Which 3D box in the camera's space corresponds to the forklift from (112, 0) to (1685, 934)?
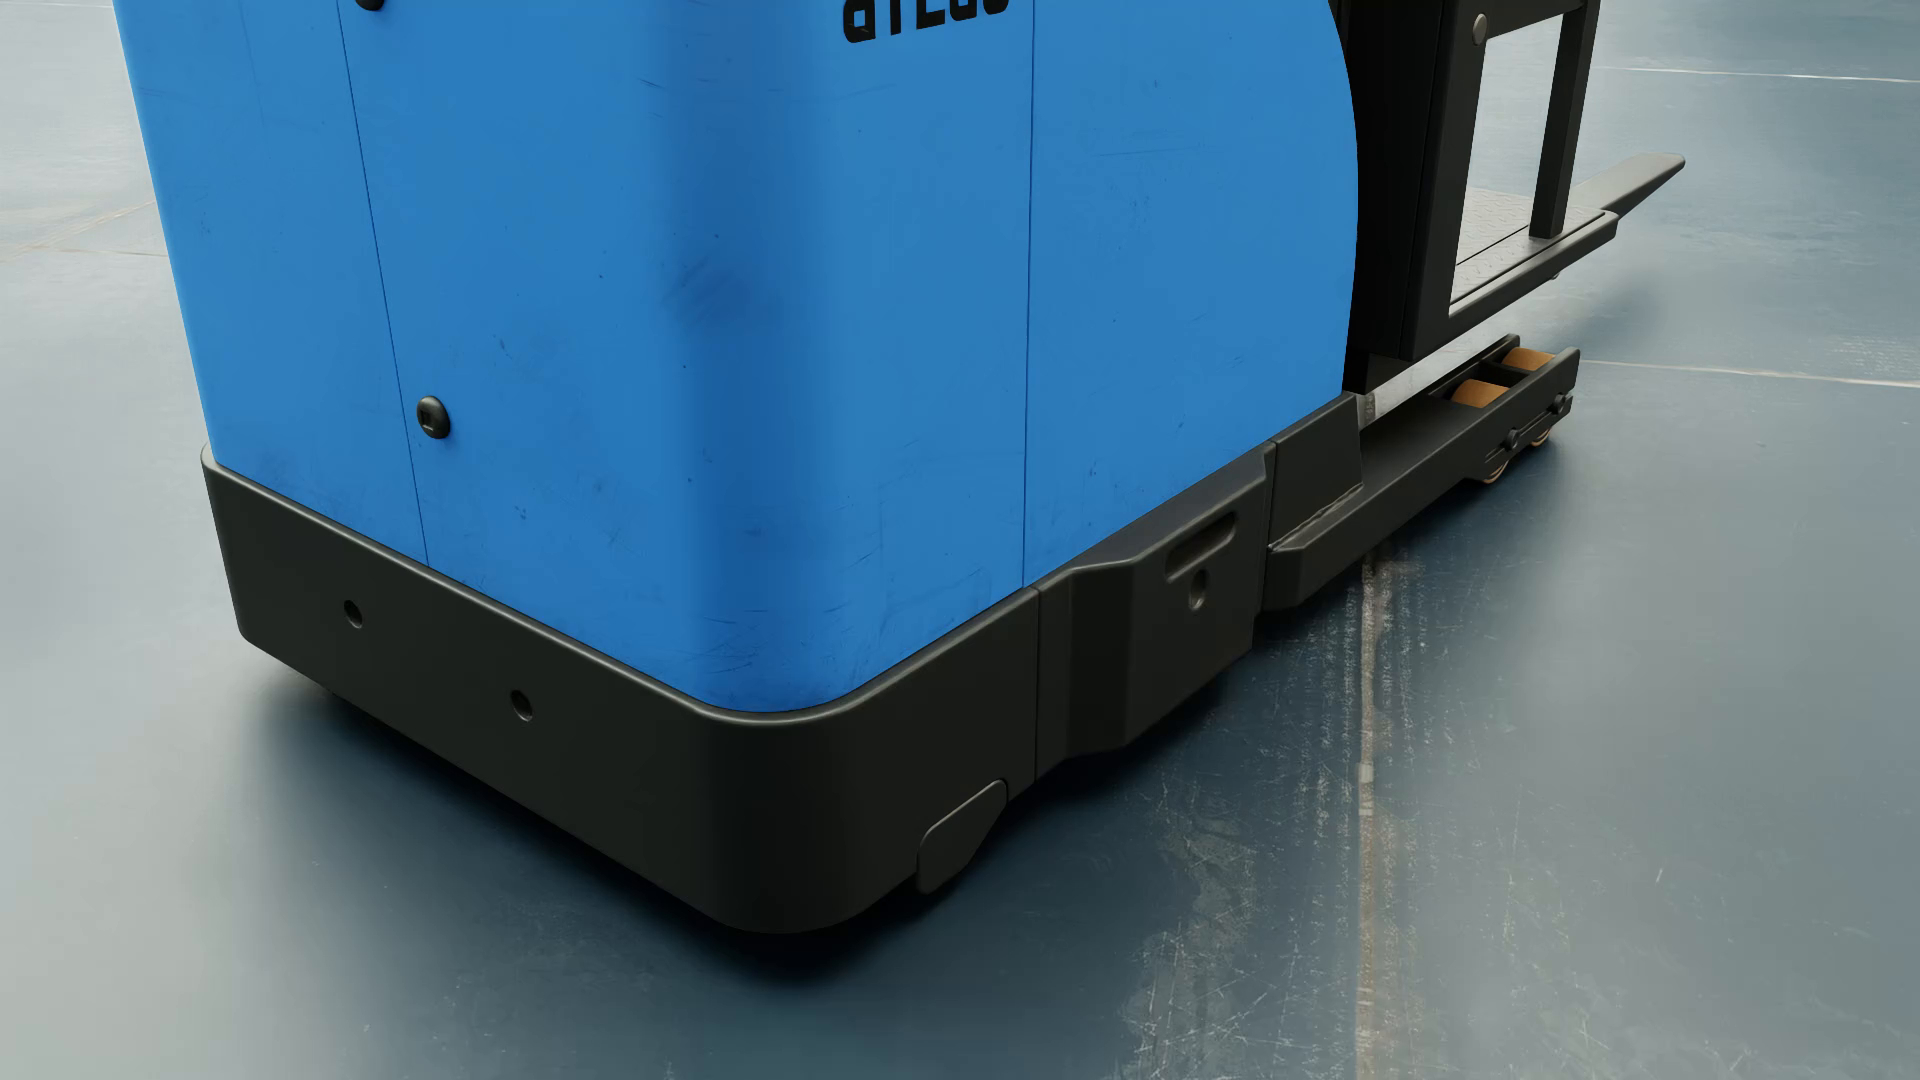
[{"bbox_3d":[0.391,-1.525,2.269,1.130,2.935,3.031,20,33,34],"label":"forklift"}]
